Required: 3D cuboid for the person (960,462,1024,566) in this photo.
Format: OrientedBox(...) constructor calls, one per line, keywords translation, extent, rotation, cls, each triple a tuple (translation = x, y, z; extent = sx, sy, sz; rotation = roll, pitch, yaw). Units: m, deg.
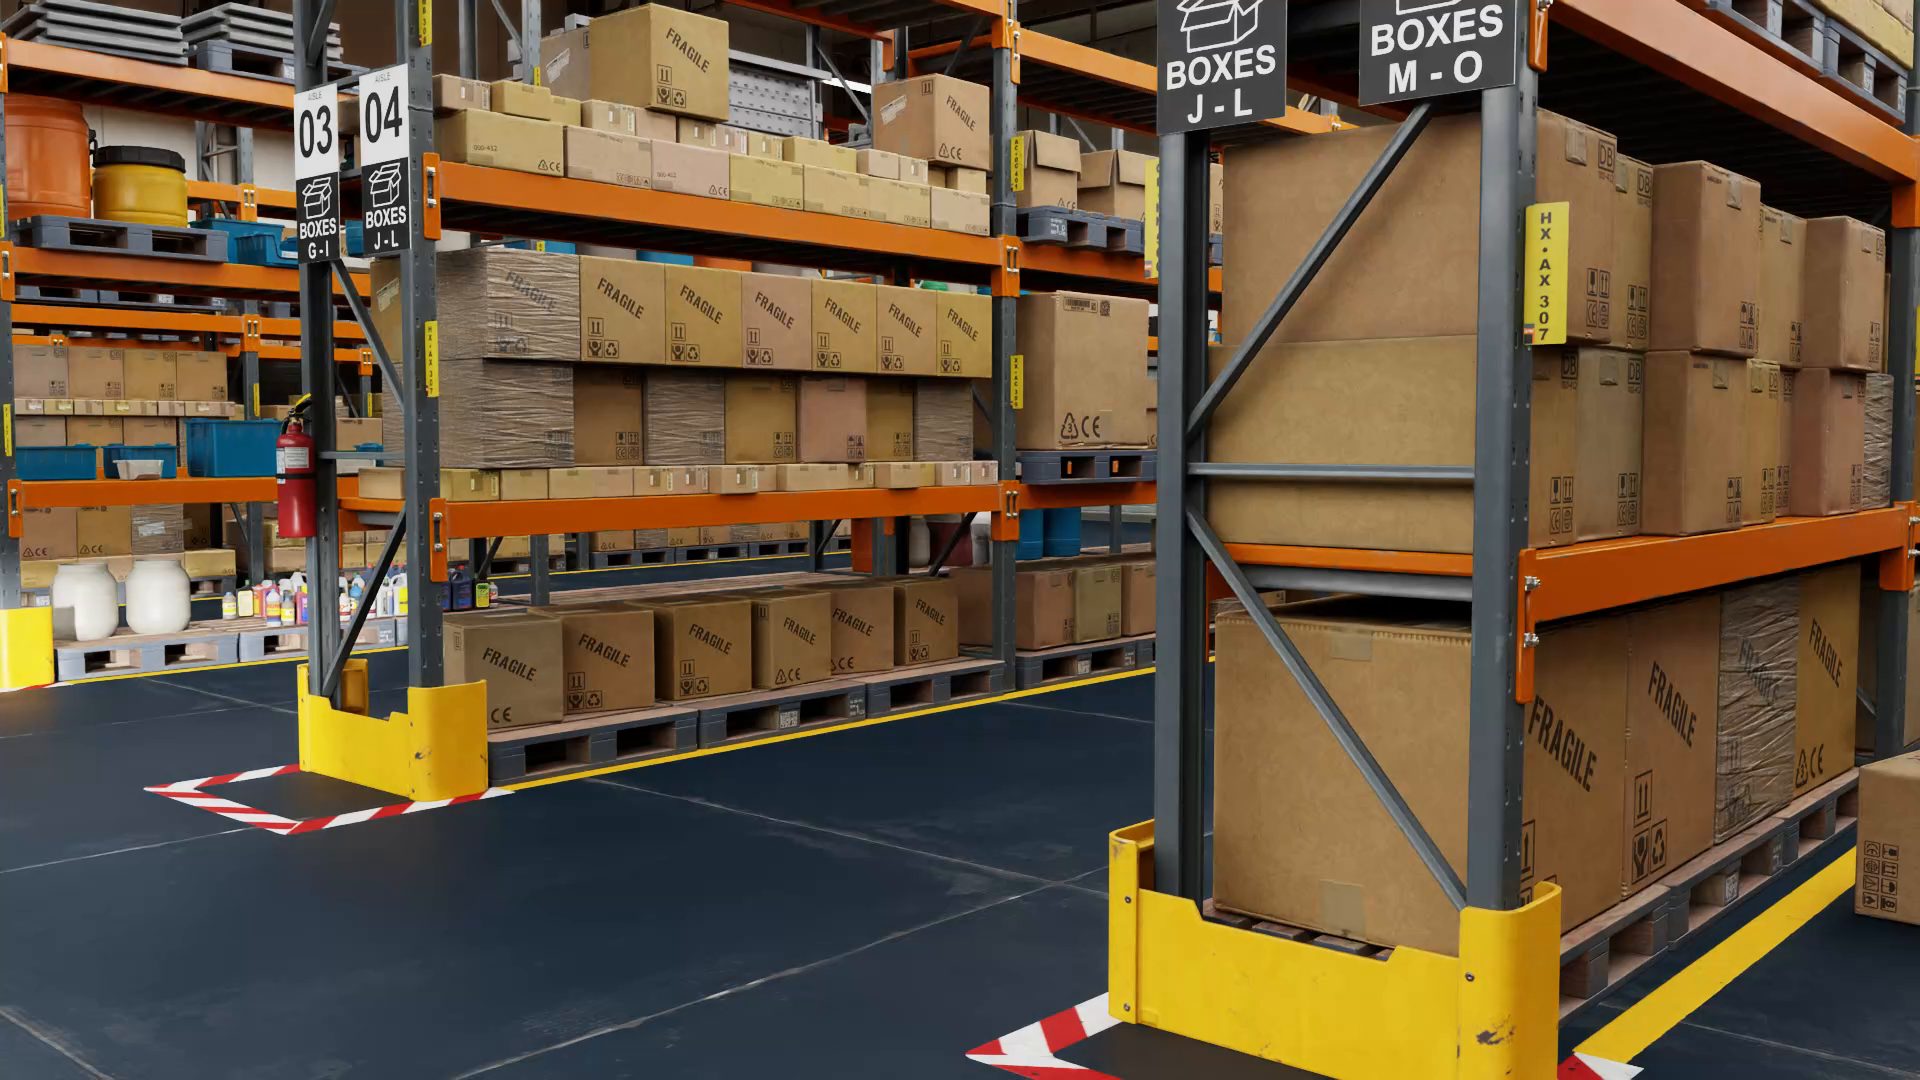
OrientedBox(translation=(0.225, -0.112, 13.038), extent=(0.606, 1.760, 0.565), rotation=(2, 4, 34), cls="person")
